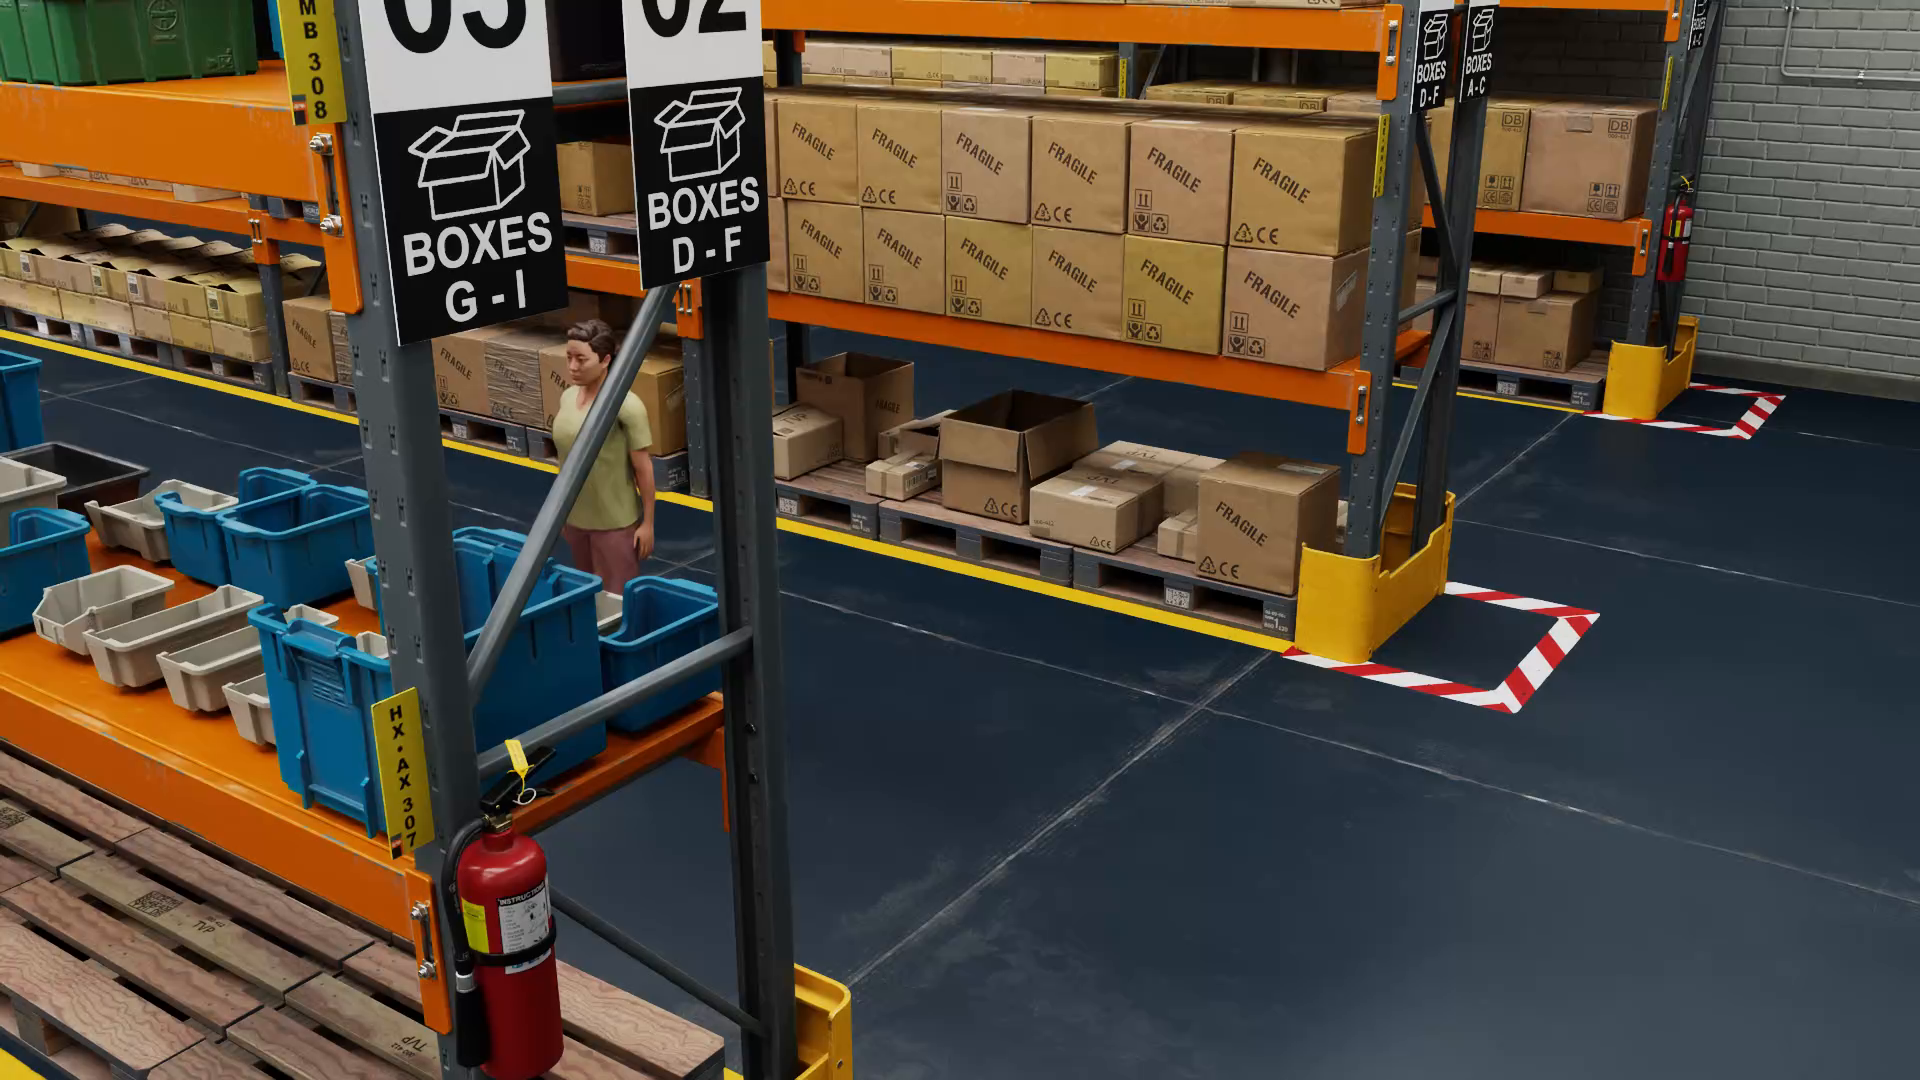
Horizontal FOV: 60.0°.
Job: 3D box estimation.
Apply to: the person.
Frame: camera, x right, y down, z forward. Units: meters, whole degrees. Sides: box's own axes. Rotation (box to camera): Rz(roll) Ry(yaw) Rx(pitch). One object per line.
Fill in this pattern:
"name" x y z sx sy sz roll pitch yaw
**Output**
"person" -1.490 -0.049 6.707 0.456 1.678 0.494 13 24 32
